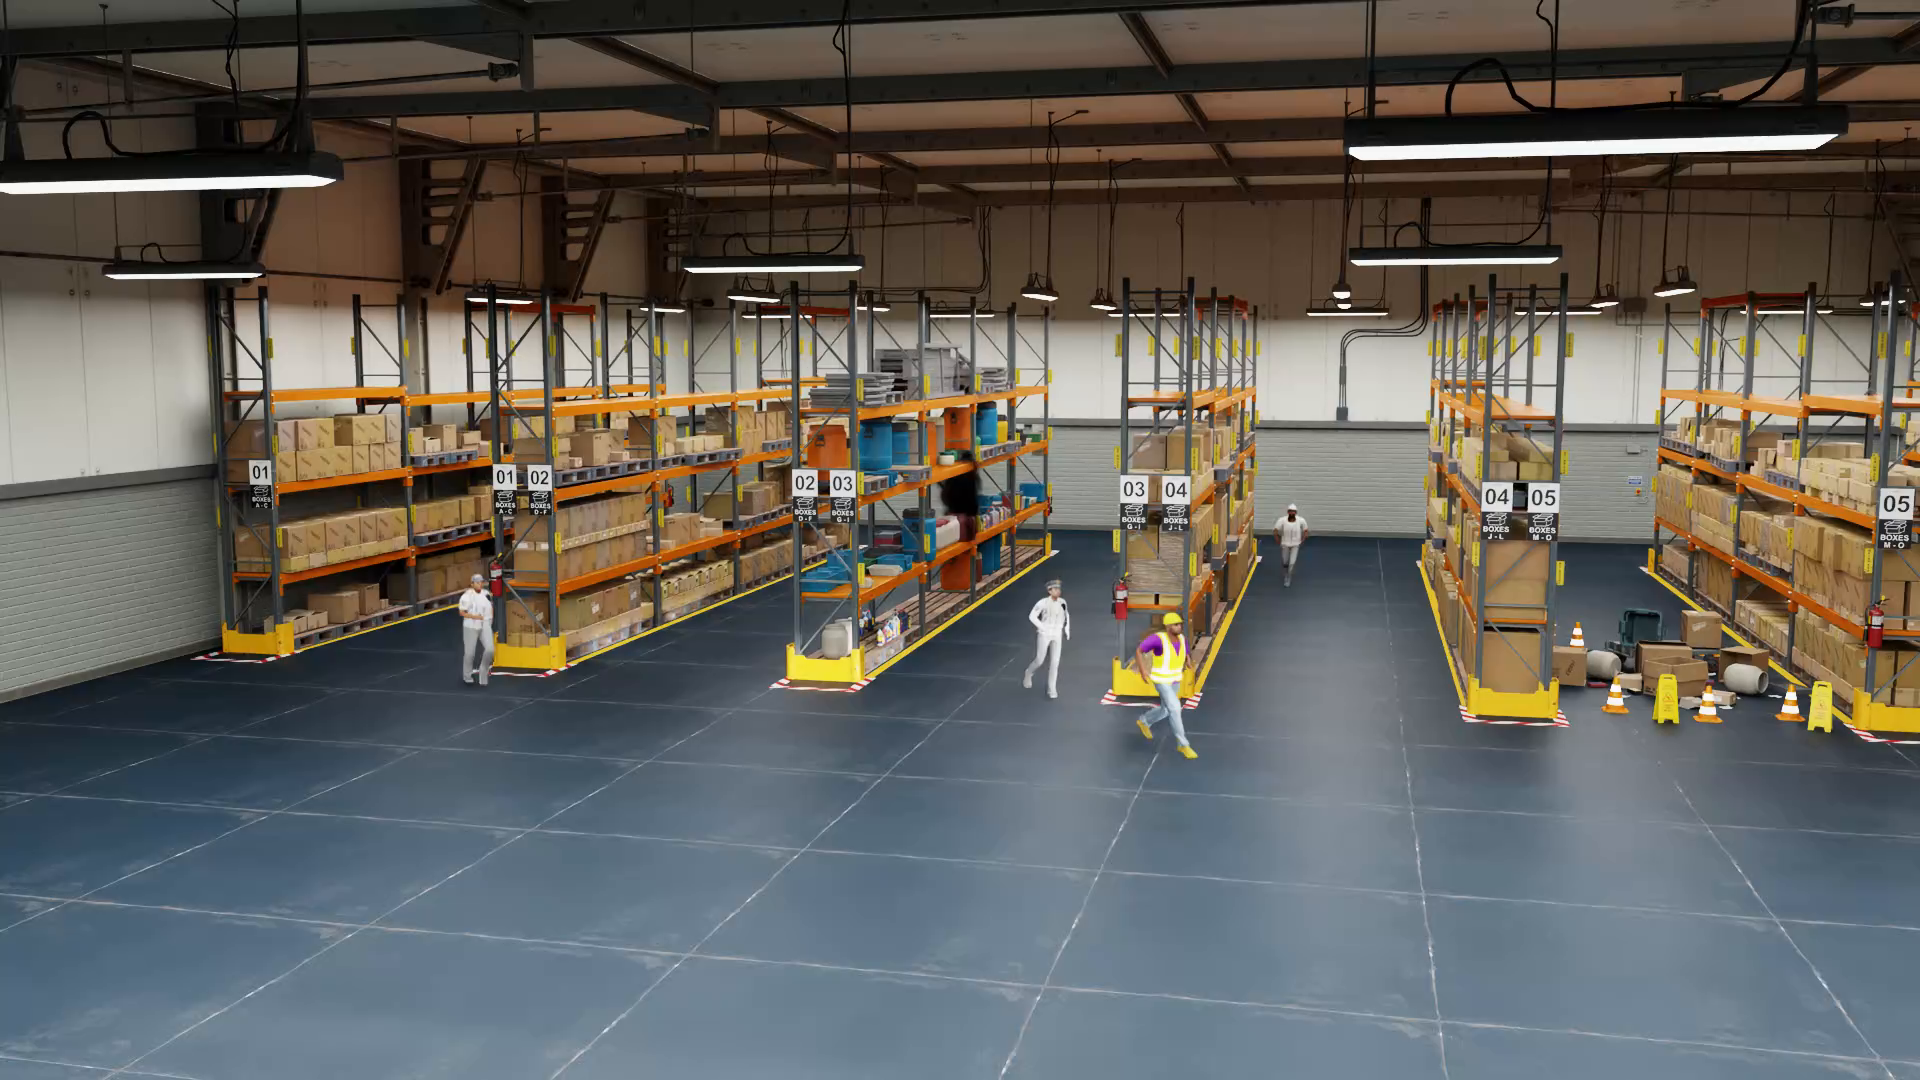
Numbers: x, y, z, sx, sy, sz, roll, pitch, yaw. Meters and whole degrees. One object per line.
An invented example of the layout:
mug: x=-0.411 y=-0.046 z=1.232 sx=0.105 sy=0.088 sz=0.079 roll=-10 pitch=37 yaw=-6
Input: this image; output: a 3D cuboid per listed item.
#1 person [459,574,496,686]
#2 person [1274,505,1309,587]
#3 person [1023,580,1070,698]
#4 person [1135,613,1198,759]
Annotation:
person: x=-7.181 y=1.353 z=24.802 sx=0.589 sy=1.683 sz=0.663 roll=-5 pitch=8 yaw=-36
person: x=7.030 y=0.102 z=35.310 sx=0.722 sy=1.728 sz=0.630 roll=1 pitch=7 yaw=10
person: x=1.338 y=1.394 z=24.162 sx=0.685 sy=1.657 sz=0.920 roll=-3 pitch=7 yaw=-23
person: x=2.563 y=1.761 z=20.649 sx=0.727 sy=1.765 sz=1.040 roll=-5 pitch=8 yaw=-38
